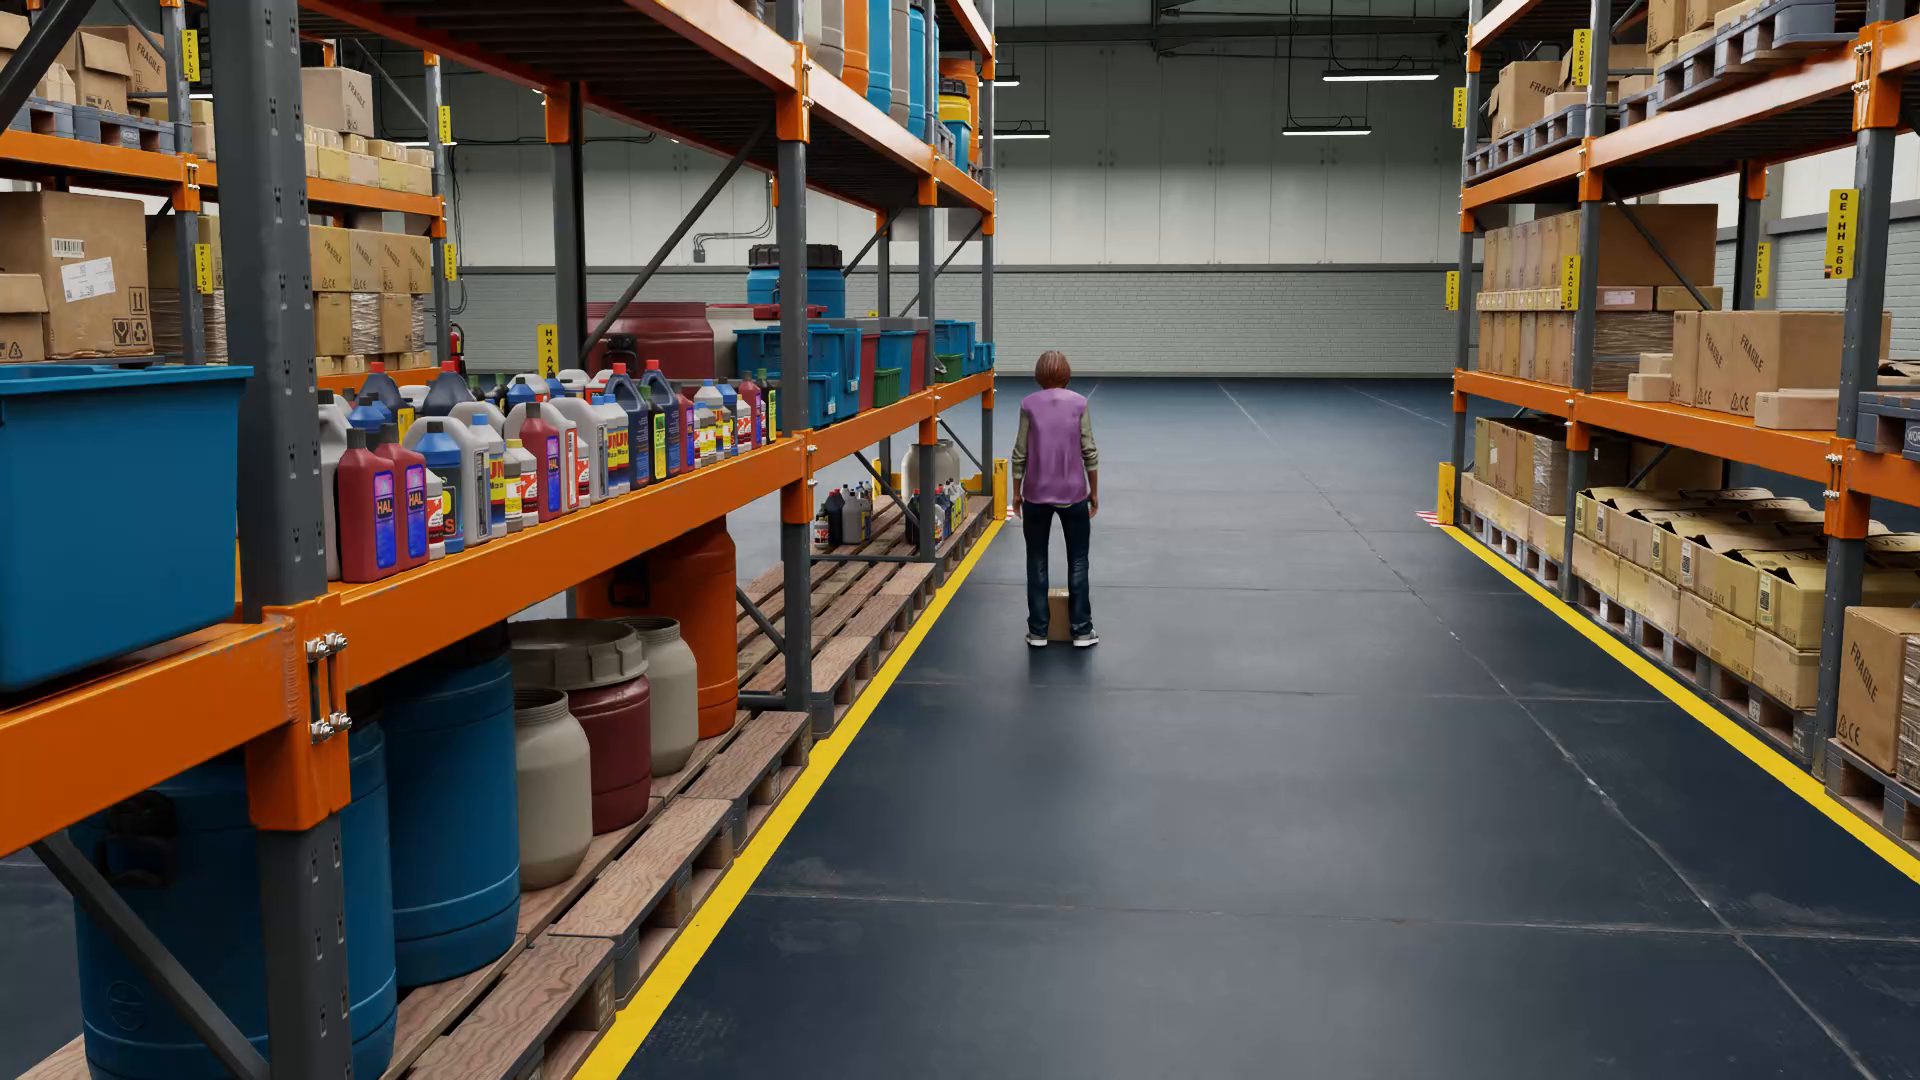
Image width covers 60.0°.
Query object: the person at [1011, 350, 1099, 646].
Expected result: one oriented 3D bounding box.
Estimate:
[{"bbox_3d":[0.516,-0.219,8.937,0.474,1.593,0.347,1,8,5],"label":"person"}]
